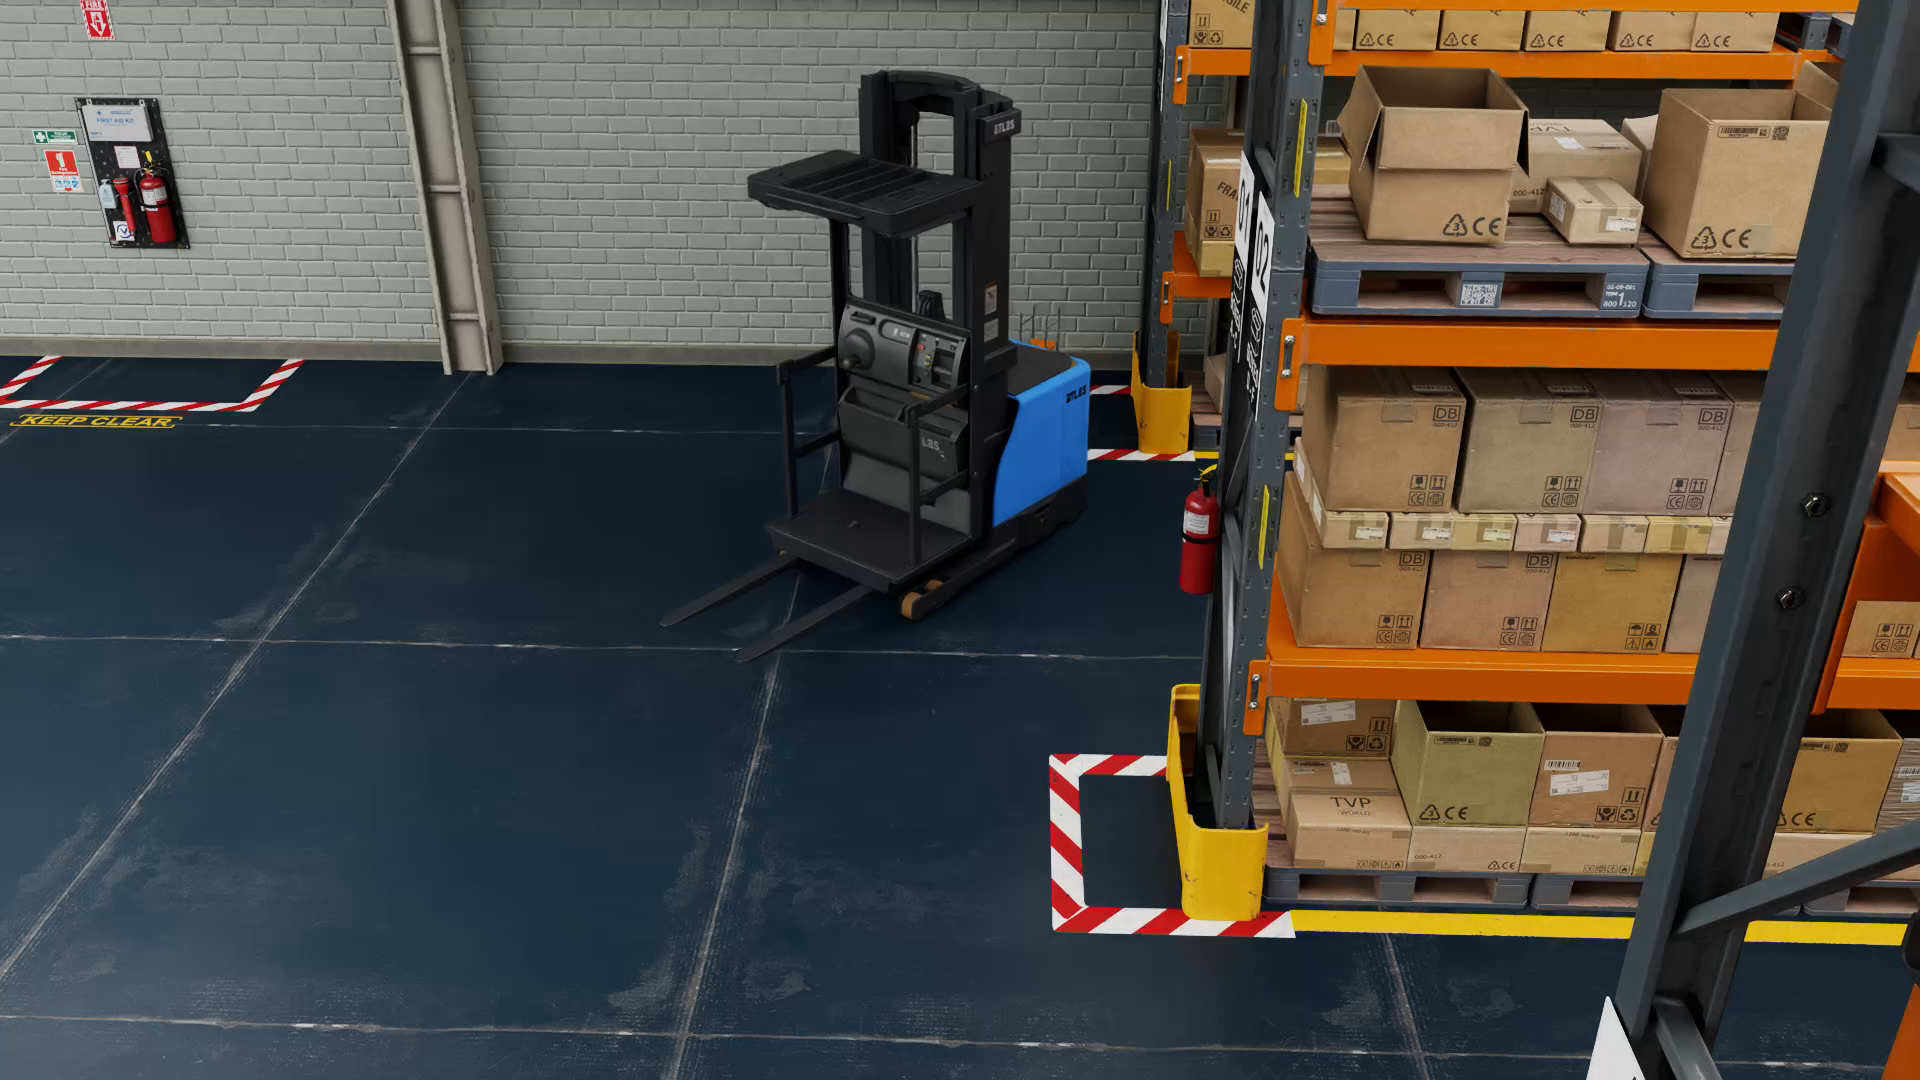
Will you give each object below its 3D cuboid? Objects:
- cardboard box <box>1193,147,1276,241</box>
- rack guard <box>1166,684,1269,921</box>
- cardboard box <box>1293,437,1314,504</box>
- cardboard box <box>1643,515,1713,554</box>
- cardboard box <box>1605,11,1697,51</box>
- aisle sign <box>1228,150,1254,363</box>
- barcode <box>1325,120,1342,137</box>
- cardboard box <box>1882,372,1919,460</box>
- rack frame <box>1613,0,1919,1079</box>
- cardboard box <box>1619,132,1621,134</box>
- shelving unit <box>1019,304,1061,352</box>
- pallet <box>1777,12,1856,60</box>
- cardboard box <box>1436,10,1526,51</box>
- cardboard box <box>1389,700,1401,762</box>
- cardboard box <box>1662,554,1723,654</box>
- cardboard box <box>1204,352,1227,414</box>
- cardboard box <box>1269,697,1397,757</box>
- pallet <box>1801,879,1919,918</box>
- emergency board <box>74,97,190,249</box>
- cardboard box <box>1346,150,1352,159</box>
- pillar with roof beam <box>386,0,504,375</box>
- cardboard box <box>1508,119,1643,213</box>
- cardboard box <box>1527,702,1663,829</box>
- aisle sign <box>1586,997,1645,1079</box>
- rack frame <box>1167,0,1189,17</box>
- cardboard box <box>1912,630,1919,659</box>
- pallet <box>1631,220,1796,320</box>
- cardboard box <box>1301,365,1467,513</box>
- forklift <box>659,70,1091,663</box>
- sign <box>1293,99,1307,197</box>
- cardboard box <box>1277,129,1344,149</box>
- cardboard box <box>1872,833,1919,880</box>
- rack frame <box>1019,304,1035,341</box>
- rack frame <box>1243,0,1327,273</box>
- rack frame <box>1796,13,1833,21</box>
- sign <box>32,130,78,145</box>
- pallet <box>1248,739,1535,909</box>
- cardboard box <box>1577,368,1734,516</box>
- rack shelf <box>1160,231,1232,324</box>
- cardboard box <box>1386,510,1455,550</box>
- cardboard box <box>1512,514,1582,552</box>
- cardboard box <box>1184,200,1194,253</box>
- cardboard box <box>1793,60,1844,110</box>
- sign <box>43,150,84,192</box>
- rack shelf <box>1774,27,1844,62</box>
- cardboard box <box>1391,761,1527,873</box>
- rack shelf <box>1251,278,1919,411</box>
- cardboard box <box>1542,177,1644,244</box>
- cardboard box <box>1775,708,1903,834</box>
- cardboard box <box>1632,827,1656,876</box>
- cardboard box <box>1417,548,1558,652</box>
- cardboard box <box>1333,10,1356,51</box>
[{"bbox_3d":[1.860,-2.336,11.217,0.500,0.500,0.500,1,28,2],"label":"cardboard box"},{"bbox_3d":[1.198,1.212,7.855,0.348,0.500,1.175,1,28,2],"label":"rack guard"},{"bbox_3d":[1.611,-0.305,7.250,0.250,0.149,0.380,0,28,1],"label":"cardboard box"},{"bbox_3d":[2.894,-0.095,6.853,0.250,0.149,0.380,1,28,1],"label":"cardboard box"},{"bbox_3d":[4.373,-3.430,10.612,0.500,0.500,0.500,-1,28,-3],"label":"cardboard box"},{"bbox_3d":[1.167,-1.179,6.921,0.004,0.787,0.394,1,28,2],"label":"aisle sign"},{"bbox_3d":[1.541,-1.694,6.847,0.075,0.075,0.001,1,28,2],"label":"barcode"},{"bbox_3d":[3.771,-0.464,6.856,0.500,0.500,0.700,1,28,2],"label":"cardboard box"},{"bbox_3d":[1.044,-0.222,1.487,0.053,2.616,0.949,1,28,2],"label":"rack frame"},{"bbox_3d":[4.412,-2.534,11.591,0.500,0.500,0.500,1,28,2],"label":"cardboard box"},{"bbox_3d":[0.521,-0.971,11.213,0.189,1.200,0.258,12,28,22],"label":"shelving unit"},{"bbox_3d":[6.004,-3.327,10.746,1.003,0.211,1.213,1,28,2],"label":"pallet"},{"bbox_3d":[3.310,-3.435,10.622,0.500,0.500,0.500,3,28,5],"label":"cardboard box"},{"bbox_3d":[2.269,1.011,8.053,0.500,0.250,0.500,1,28,2],"label":"cardboard box"},{"bbox_3d":[3.236,0.102,7.174,0.500,0.500,0.700,2,28,3],"label":"cardboard box"},{"bbox_3d":[2.082,-1.163,12.068,0.500,0.311,0.500,-2,28,-4],"label":"cardboard box"},{"bbox_3d":[1.769,0.676,7.885,0.500,0.500,0.500,1,28,2],"label":"cardboard box"},{"bbox_3d":[4.427,1.374,7.859,1.213,0.211,1.003,1,28,2],"label":"pallet"},{"bbox_3d":[-6.341,-2.762,12.683,0.643,1.169,0.194,1,28,2],"label":"emergency board"},{"bbox_3d":[2.870,-2.312,11.171,0.500,0.500,0.500,0,28,0],"label":"cardboard box"},{"bbox_3d":[-4.025,-3.339,7.366,0.400,9.000,9.100,1,28,2],"label":"pillar with roof beam"},{"bbox_3d":[2.383,-1.503,6.667,0.500,0.250,0.500,1,28,2],"label":"cardboard box"},{"bbox_3d":[2.750,0.929,7.407,0.500,0.500,0.500,1,28,2],"label":"cardboard box"},{"bbox_3d":[0.982,1.138,2.551,0.004,0.787,0.394,1,28,2],"label":"aisle sign"},{"bbox_3d":[1.394,-4.861,10.238,0.127,3.000,1.000,1,28,2],"label":"rack frame"},{"bbox_3d":[4.249,0.120,7.140,0.500,0.500,0.700,1,28,1],"label":"cardboard box"},{"bbox_3d":[3.151,-1.135,6.506,1.213,0.211,1.003,1,28,2],"label":"pallet"},{"bbox_3d":[1.741,-0.495,6.914,0.500,0.500,0.700,1,28,2],"label":"cardboard box"},{"bbox_3d":[-0.475,-1.085,9.593,1.130,2.935,3.031,21,34,34],"label":"forklift"},{"bbox_3d":[1.197,-1.379,5.853,0.005,0.325,0.100,1,28,2],"label":"sign"},{"bbox_3d":[2.375,-2.563,11.646,0.500,0.500,0.500,1,28,2],"label":"cardboard box"},{"bbox_3d":[4.249,1.285,7.535,0.500,0.250,0.500,1,28,2],"label":"cardboard box"},{"bbox_3d":[0.438,-0.989,11.248,0.006,1.200,0.240,12,28,22],"label":"rack frame"},{"bbox_3d":[1.222,-2.542,5.864,0.127,3.000,1.000,1,28,2],"label":"rack frame"},{"bbox_3d":[5.391,-4.795,10.113,0.127,3.000,1.000,1,28,2],"label":"rack frame"},{"bbox_3d":[-6.886,-3.065,12.650,0.331,0.109,0.001,1,28,2],"label":"sign"},{"bbox_3d":[1.988,1.333,7.935,1.213,0.211,1.003,1,28,2],"label":"pallet"},{"bbox_3d":[2.771,-0.480,6.887,0.500,0.500,0.700,1,28,2],"label":"cardboard box"},{"bbox_3d":[3.392,-1.860,11.749,4.000,0.370,1.077,1,28,2],"label":"rack shelf"},{"bbox_3d":[1.871,-0.112,6.885,0.250,0.149,0.380,0,28,0],"label":"cardboard box"},{"bbox_3d":[2.372,-0.102,6.866,0.250,0.149,0.380,1,28,1],"label":"cardboard box"},{"bbox_3d":[1.868,-2.236,11.830,0.500,0.250,0.500,1,28,3],"label":"cardboard box"},{"bbox_3d":[3.579,-1.530,6.449,0.637,0.503,0.797,4,28,7],"label":"cardboard box"},{"bbox_3d":[-6.890,-2.835,12.783,0.234,0.329,0.001,1,28,2],"label":"sign"},{"bbox_3d":[7.390,-3.119,10.922,4.000,0.370,1.077,1,28,2],"label":"rack shelf"},{"bbox_3d":[2.250,1.257,7.589,0.500,0.250,0.500,1,28,2],"label":"cardboard box"},{"bbox_3d":[3.221,-0.866,6.672,4.000,0.370,1.077,1,28,2],"label":"rack shelf"},{"bbox_3d":[2.392,-1.252,6.301,0.250,0.149,0.380,1,28,2],"label":"cardboard box"},{"bbox_3d":[3.750,0.947,7.374,0.500,0.500,0.500,1,28,2],"label":"cardboard box"},{"bbox_3d":[3.250,1.276,7.553,0.500,0.250,0.500,1,28,2],"label":"cardboard box"},{"bbox_3d":[2.214,0.084,7.207,0.500,0.500,0.700,2,28,3],"label":"cardboard box"},{"bbox_3d":[2.254,-3.441,10.633,0.500,0.500,0.500,3,28,5],"label":"cardboard box"}]
